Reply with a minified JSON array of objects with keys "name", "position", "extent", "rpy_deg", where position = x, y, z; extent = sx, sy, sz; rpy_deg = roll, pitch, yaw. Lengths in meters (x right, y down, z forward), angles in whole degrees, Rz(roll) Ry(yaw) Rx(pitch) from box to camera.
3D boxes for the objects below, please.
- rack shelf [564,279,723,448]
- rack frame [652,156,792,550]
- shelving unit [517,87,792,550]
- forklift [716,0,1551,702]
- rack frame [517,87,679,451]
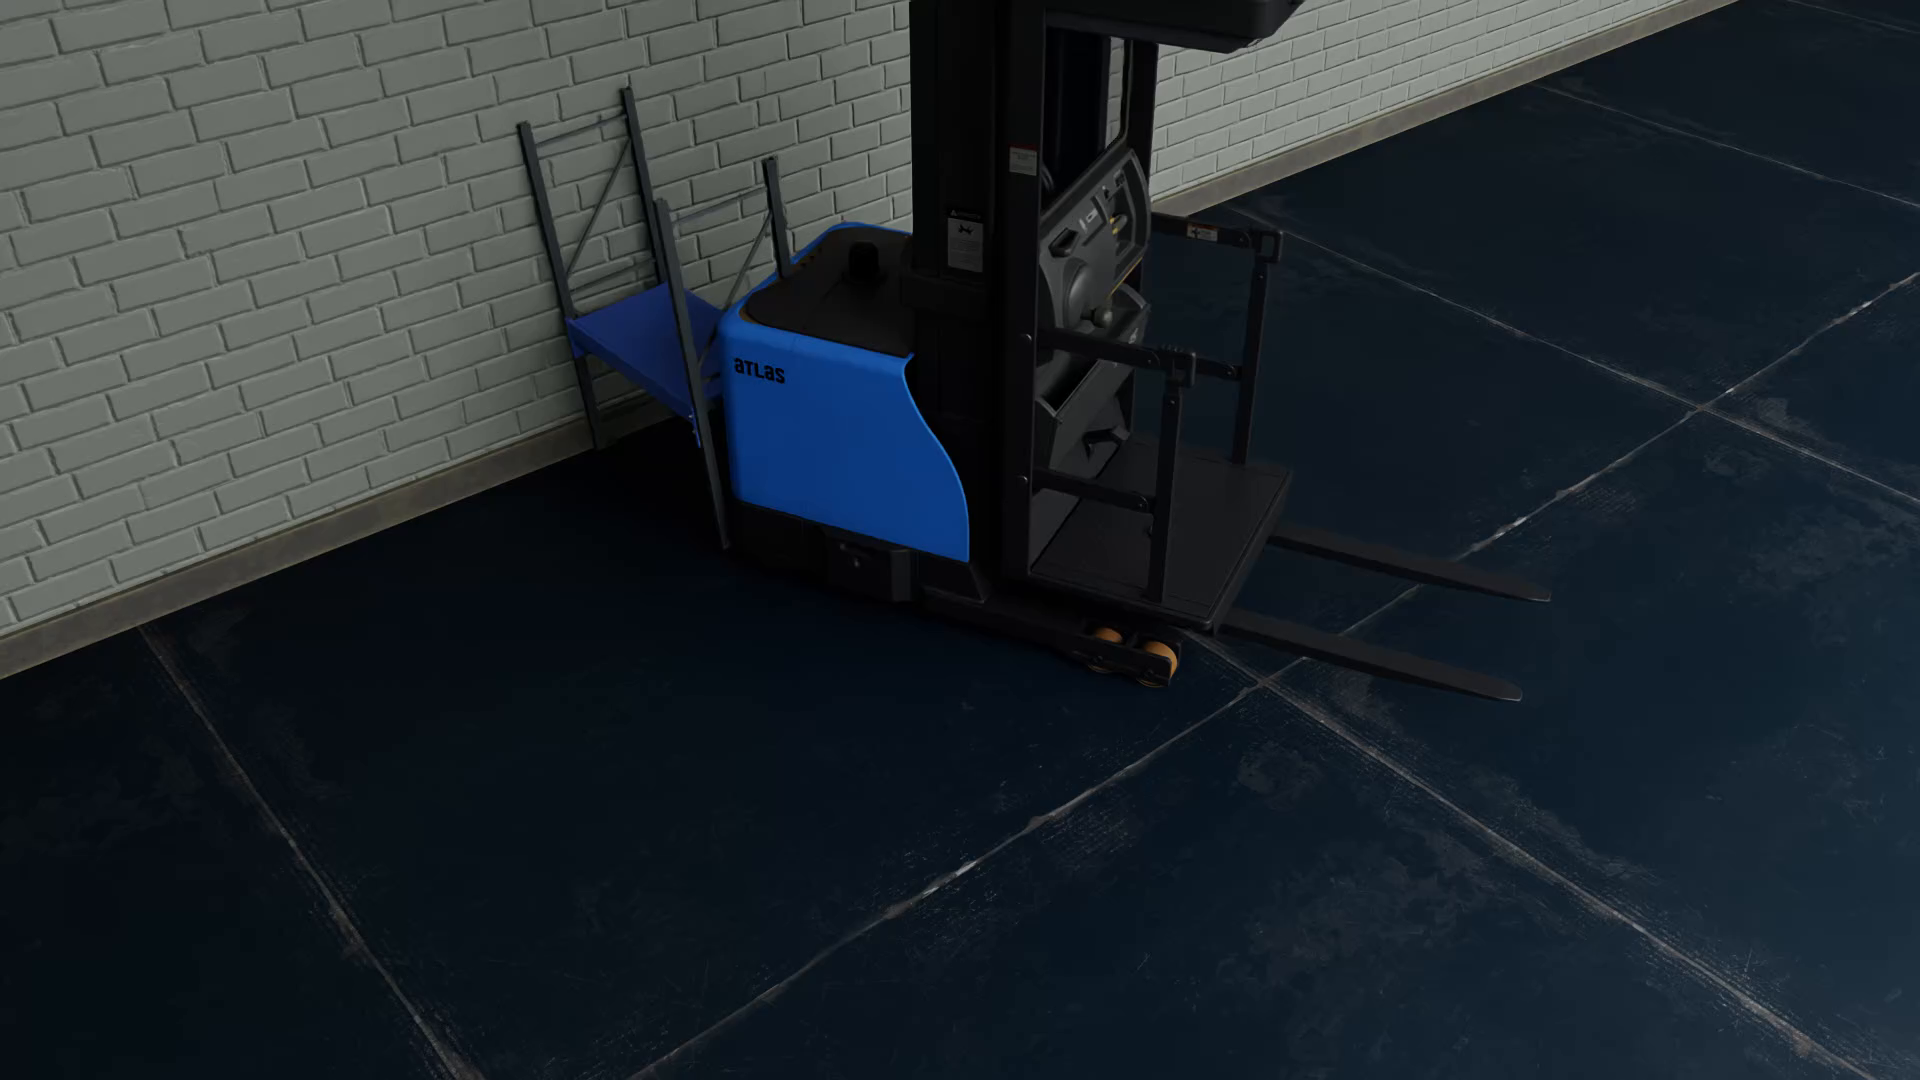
[{"name":"rack shelf","position":[-1.122,-0.743,6.751],"extent":[0.538,0.185,1.000],"rpy_deg":[-29,43,-29]},{"name":"rack frame","position":[-0.812,-0.672,6.315],"extent":[0.500,1.500,0.032],"rpy_deg":[-29,43,-29]},{"name":"shelving unit","position":[-1.135,-0.887,6.644],"extent":[0.538,1.500,1.048],"rpy_deg":[-29,43,-29]},{"name":"forklift","position":[0.654,-1.015,5.647],"extent":[3.031,2.935,1.130],"rpy_deg":[15,38,20]},{"name":"rack frame","position":[-1.457,-1.102,6.973],"extent":[0.500,1.500,0.032],"rpy_deg":[-29,43,-29]}]
